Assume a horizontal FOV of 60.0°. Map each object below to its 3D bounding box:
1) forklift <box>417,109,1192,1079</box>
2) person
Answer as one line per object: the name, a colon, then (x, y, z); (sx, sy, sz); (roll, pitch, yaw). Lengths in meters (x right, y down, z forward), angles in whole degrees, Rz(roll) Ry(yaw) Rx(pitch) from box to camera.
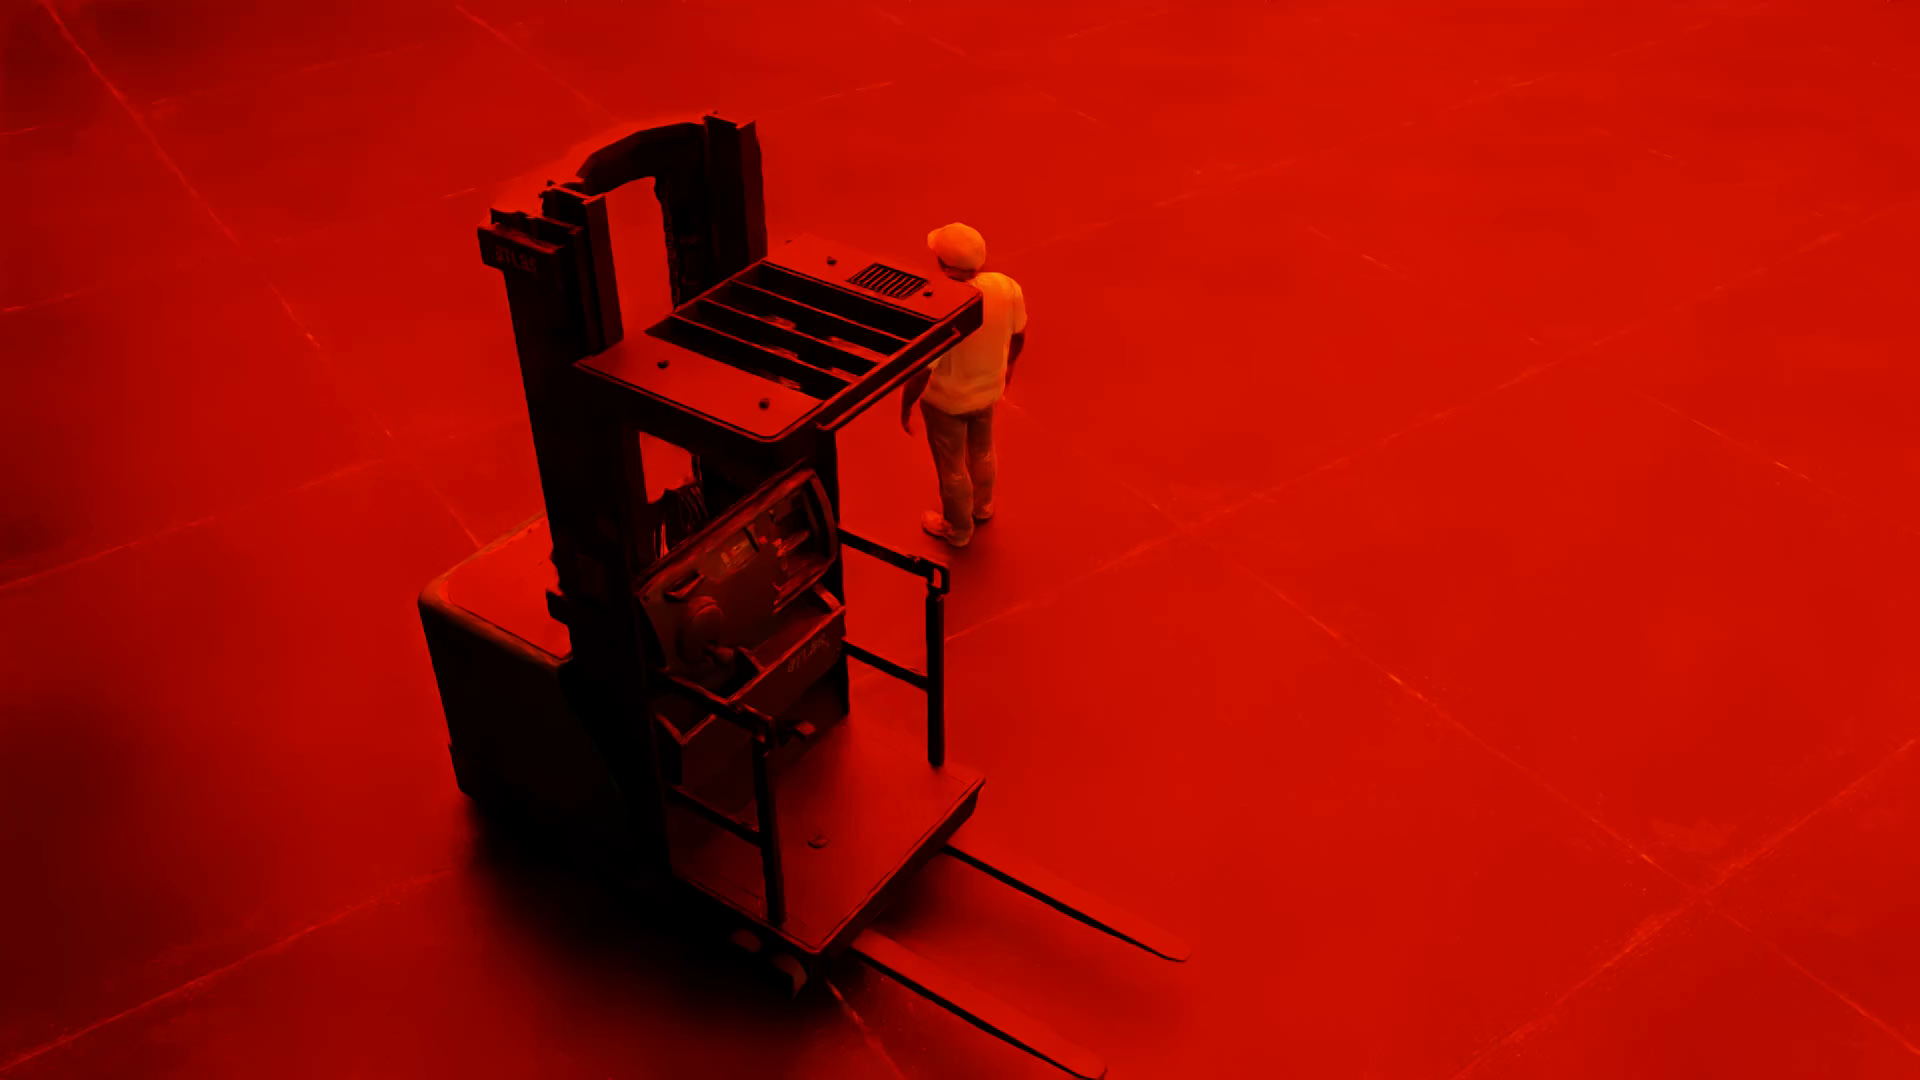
forklift: (-0.592, 0.143, 5.752); (3.031, 2.935, 1.130); (22, 42, 27)
person: (-0.036, -0.751, 7.929); (0.665, 1.766, 0.576); (-23, 42, -28)
